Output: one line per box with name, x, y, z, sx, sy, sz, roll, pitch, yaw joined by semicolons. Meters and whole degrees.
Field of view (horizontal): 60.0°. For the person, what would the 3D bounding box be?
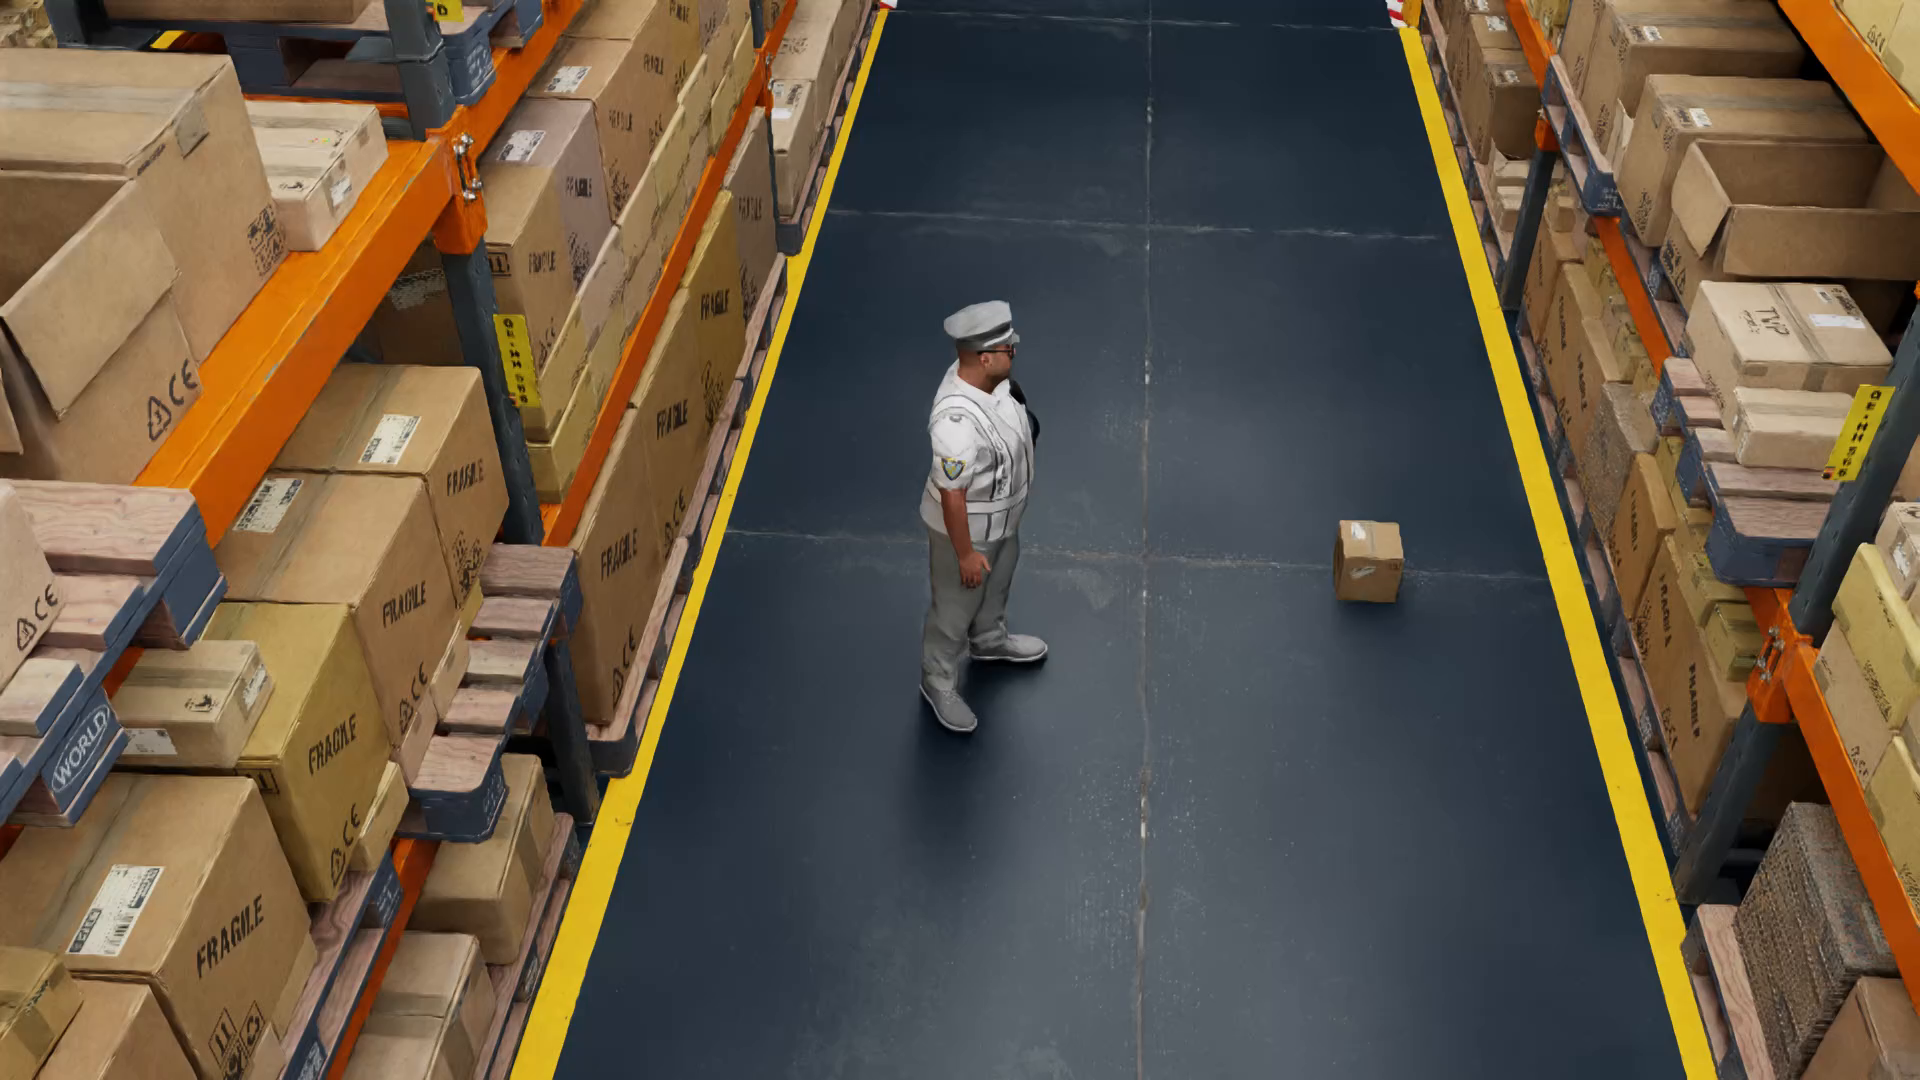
person;0.082;-0.102;6.230;0.439;1.762;0.628;12;41;14
